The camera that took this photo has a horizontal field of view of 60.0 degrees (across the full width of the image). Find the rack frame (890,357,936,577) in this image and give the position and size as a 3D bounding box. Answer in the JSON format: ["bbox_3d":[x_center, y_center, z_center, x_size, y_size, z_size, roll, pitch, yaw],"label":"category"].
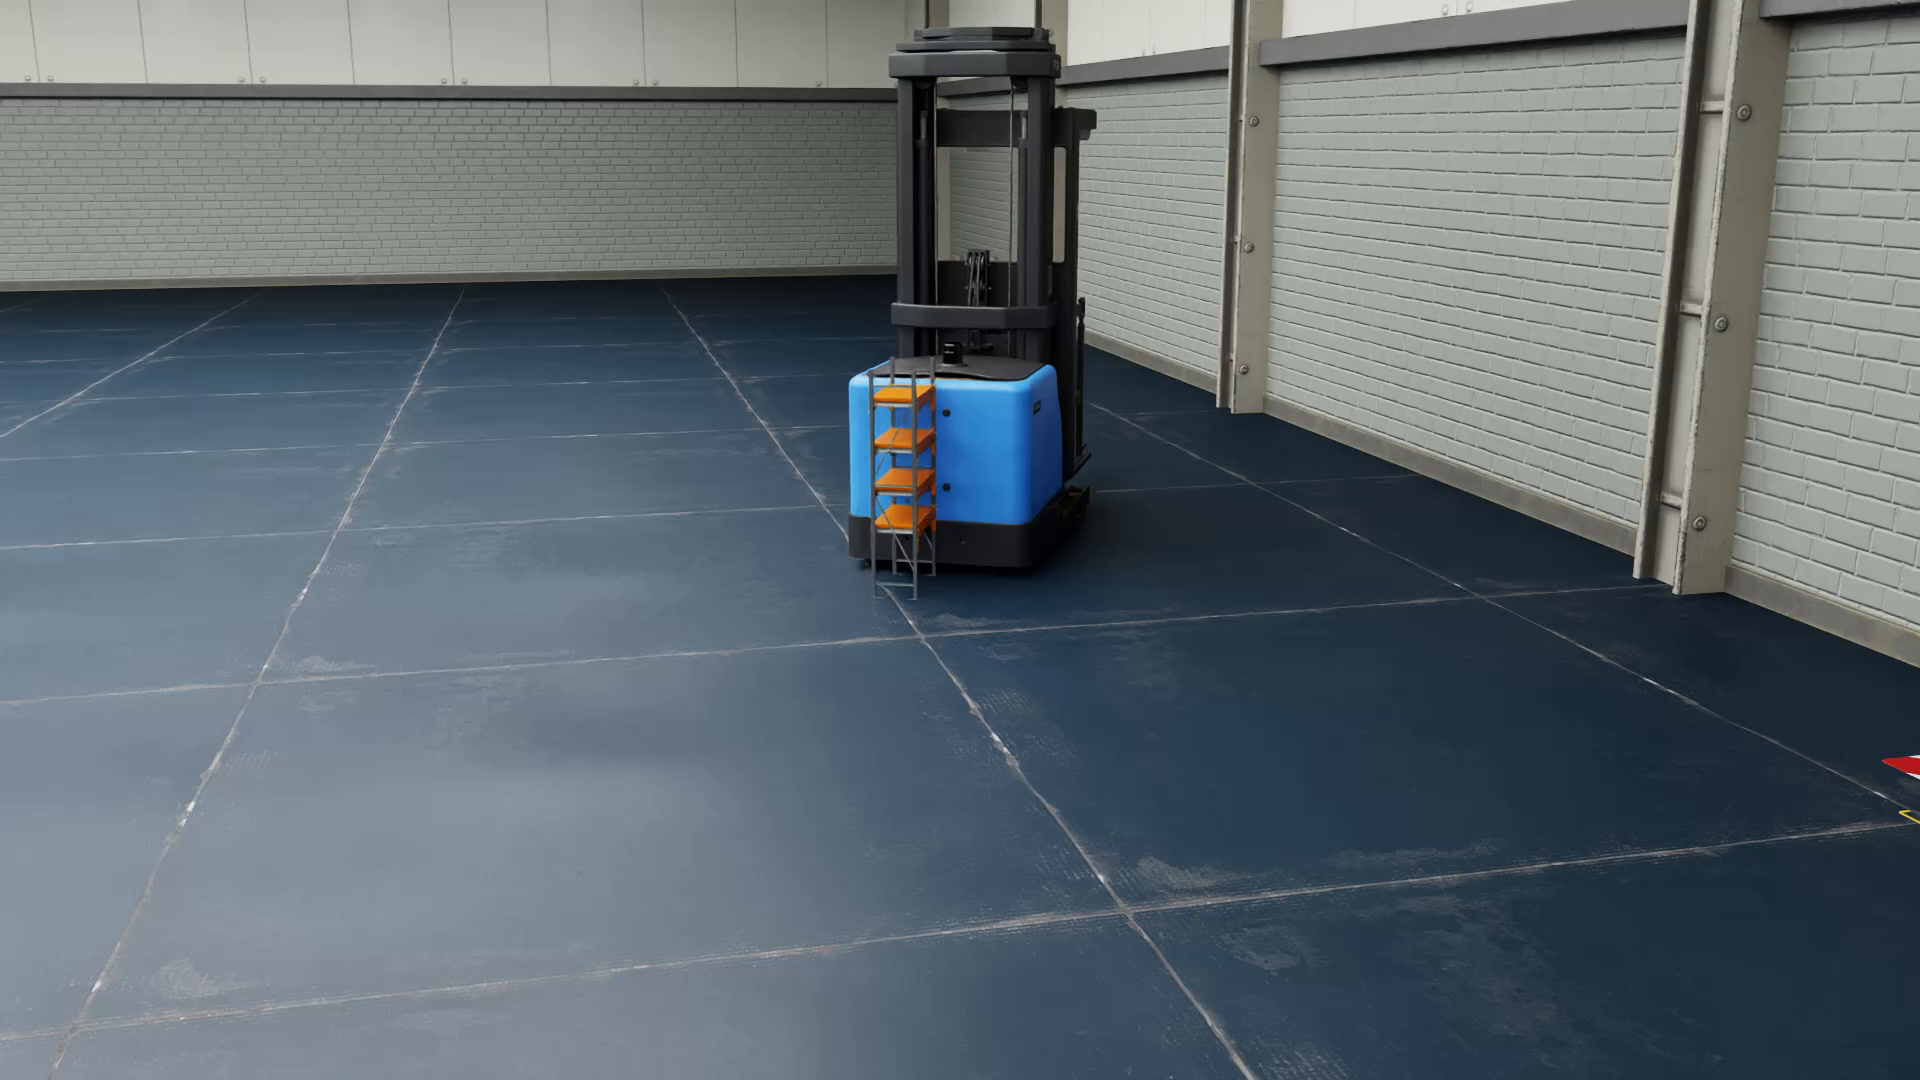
[{"bbox_3d":[-0.252,-0.387,8.975,0.240,1.200,0.015,2,14,10],"label":"rack frame"}]

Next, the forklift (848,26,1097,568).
[{"bbox_3d":[0.217,-1.576,10.203,1.130,2.935,3.031,3,14,13],"label":"forklift"}]

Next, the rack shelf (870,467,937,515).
[{"bbox_3d":[-0.295,-0.264,8.758,0.258,0.148,0.480,2,14,10],"label":"rack shelf"}]

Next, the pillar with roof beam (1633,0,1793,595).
[{"bbox_3d":[-0.303,-3.897,6.918,9.100,9.000,0.400,-3,14,-13],"label":"pillar with roof beam"}]

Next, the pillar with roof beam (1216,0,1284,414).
[{"bbox_3d":[-1.712,-5.281,12.583,9.100,9.000,0.400,-3,14,-13],"label":"pillar with roof beam"}]

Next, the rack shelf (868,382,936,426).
[{"bbox_3d":[-0.296,-0.711,8.647,0.258,0.148,0.480,2,14,10],"label":"rack shelf"}]

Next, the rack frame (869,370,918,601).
[{"bbox_3d":[-0.339,-0.271,8.509,0.240,1.200,0.015,2,14,10],"label":"rack frame"}]

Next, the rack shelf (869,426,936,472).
[{"bbox_3d":[-0.296,-0.481,8.704,0.258,0.148,0.480,2,14,10],"label":"rack shelf"}]

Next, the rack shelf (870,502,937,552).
[{"bbox_3d":[-0.295,-0.071,8.806,0.258,0.148,0.480,2,14,10],"label":"rack shelf"}]

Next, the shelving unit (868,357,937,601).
[{"bbox_3d":[-0.295,-0.329,8.742,0.258,1.200,0.503,2,14,10],"label":"shelving unit"}]

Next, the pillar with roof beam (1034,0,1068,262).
[{"bbox_3d":[-3.121,-6.665,18.249,9.100,9.000,0.400,-3,14,-13],"label":"pillar with roof beam"}]
